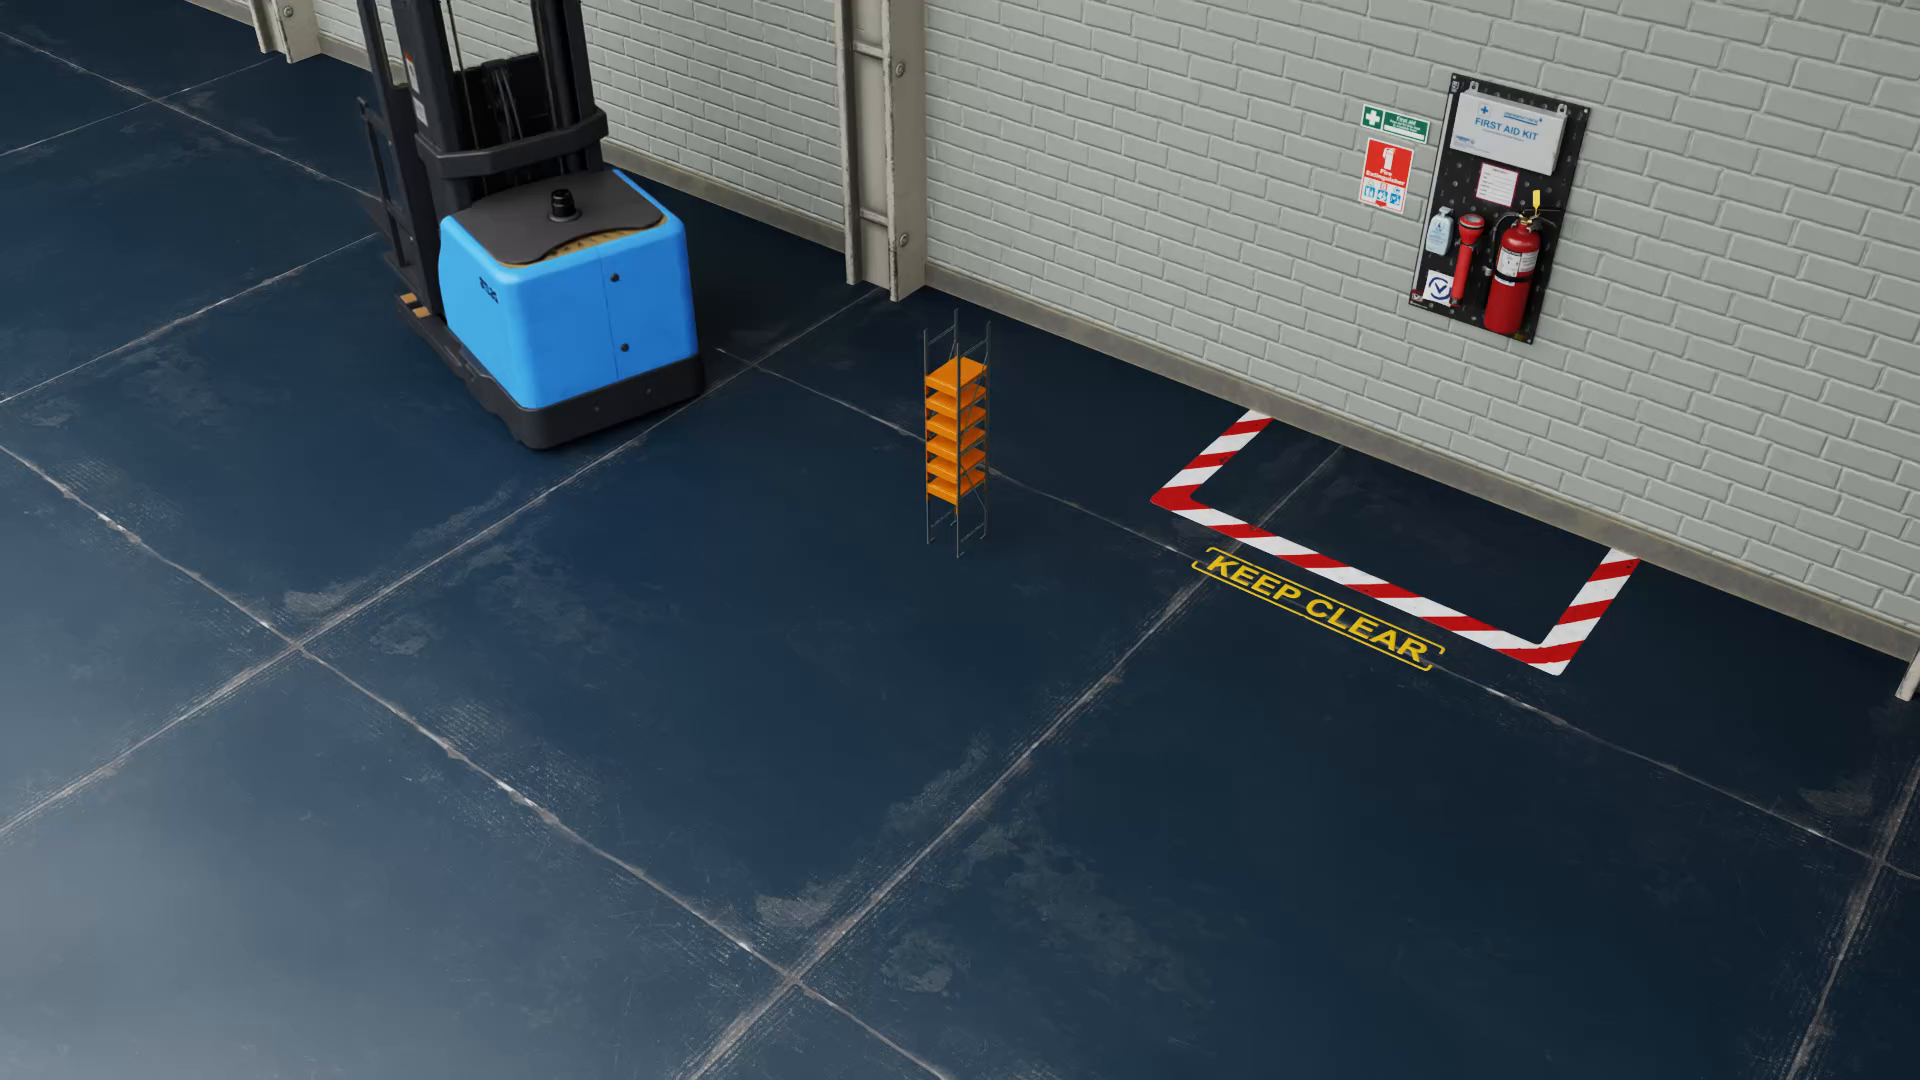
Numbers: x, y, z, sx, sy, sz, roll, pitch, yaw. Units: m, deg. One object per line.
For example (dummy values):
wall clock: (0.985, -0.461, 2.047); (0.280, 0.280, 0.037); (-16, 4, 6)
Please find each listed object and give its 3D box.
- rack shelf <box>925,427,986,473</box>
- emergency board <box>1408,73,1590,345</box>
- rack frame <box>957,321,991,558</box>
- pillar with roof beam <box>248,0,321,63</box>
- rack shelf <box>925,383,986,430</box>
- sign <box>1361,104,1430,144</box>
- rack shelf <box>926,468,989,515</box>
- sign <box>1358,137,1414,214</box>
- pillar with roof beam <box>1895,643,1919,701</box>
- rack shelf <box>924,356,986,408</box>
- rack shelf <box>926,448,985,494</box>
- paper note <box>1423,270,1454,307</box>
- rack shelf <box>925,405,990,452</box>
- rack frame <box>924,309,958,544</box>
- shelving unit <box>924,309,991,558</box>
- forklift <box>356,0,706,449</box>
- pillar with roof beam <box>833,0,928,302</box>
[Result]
rack shelf: (-0.012, -0.443, 7.775); (0.180, 0.103, 0.258); (25, 45, 29)
emergency board: (2.384, -1.446, 7.524); (0.643, 1.169, 0.194); (25, 45, 29)
rack frame: (0.061, -0.444, 7.704); (0.006, 1.200, 0.240); (25, 45, 29)
pillar with roof beam: (-7.823, -5.250, 7.517); (0.400, 9.000, 9.100); (25, 45, 29)
rack shelf: (-0.012, -0.632, 7.627); (0.180, 0.103, 0.258); (25, 45, 29)
sign: (2.006, -1.920, 7.671); (0.331, 0.109, 0.001); (25, 45, 29)
rack shelf: (-0.011, -0.254, 7.923); (0.180, 0.103, 0.258); (25, 45, 29)
sign: (2.007, -1.718, 7.842); (0.234, 0.329, 0.001); (25, 45, 29)
pillar with roof beam: (1.708, -0.756, 1.777); (0.400, 9.000, 9.100); (25, 45, 29)
rack shelf: (-0.012, -0.726, 7.553); (0.180, 0.103, 0.258); (25, 45, 29)
rack shelf: (-0.011, -0.348, 7.849); (0.180, 0.103, 0.258); (25, 45, 29)
paper note: (2.285, -1.199, 7.924); (0.142, 0.148, 0.016); (25, 45, 29)
rack shelf: (-0.012, -0.537, 7.701); (0.180, 0.103, 0.258); (25, 45, 29)
rack frame: (-0.084, -0.512, 7.792); (0.006, 1.200, 0.240); (25, 45, 29)
shelving unit: (-0.012, -0.478, 7.748); (0.189, 1.200, 0.258); (25, 45, 29)
forklift: (-2.647, -2.490, 8.913); (1.130, 2.935, 3.031); (-24, 44, -27)
pillar with roof beam: (-3.058, -3.003, 4.647); (0.400, 9.000, 9.100); (25, 45, 29)
